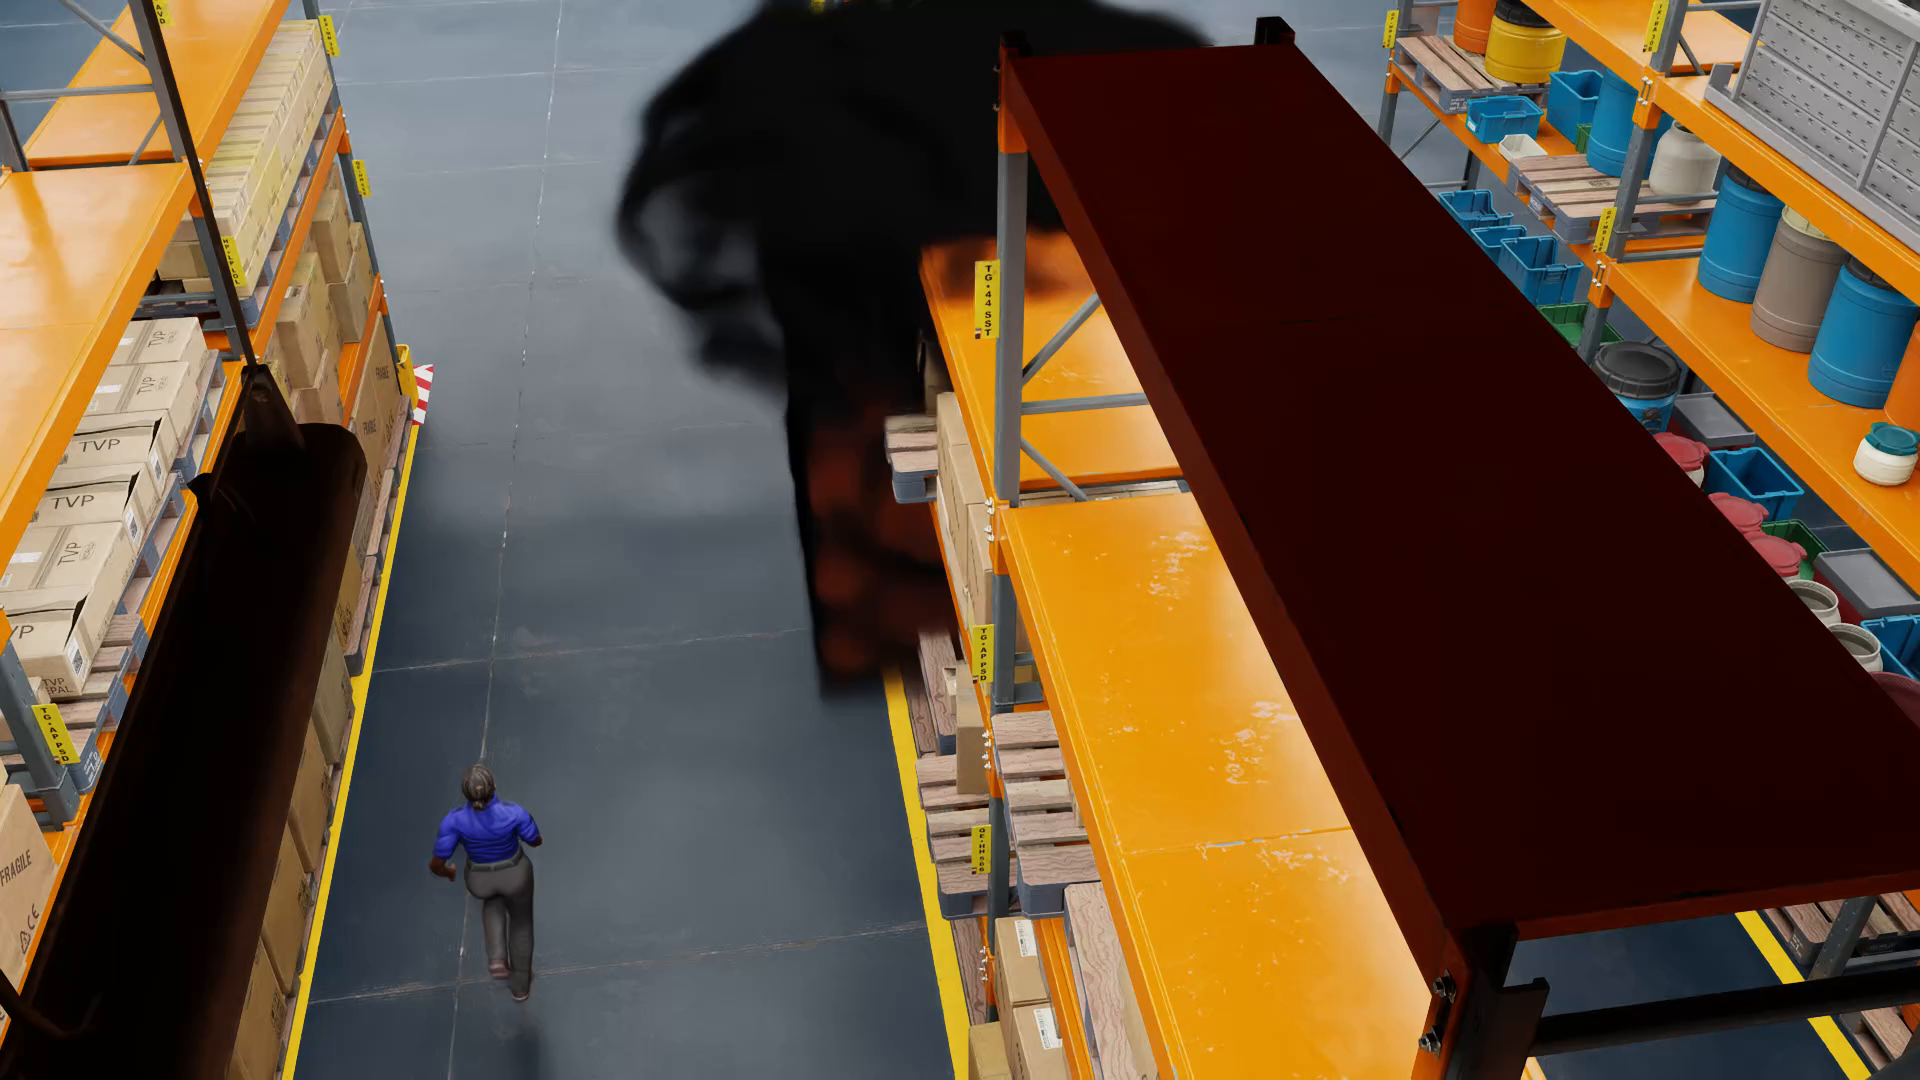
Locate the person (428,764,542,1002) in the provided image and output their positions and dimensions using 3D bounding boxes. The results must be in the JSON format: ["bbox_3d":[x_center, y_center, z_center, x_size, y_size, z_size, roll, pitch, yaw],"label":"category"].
[{"bbox_3d":[-2.544,1.815,9.145,0.562,1.622,0.562,-4,37,-6],"label":"person"}]
